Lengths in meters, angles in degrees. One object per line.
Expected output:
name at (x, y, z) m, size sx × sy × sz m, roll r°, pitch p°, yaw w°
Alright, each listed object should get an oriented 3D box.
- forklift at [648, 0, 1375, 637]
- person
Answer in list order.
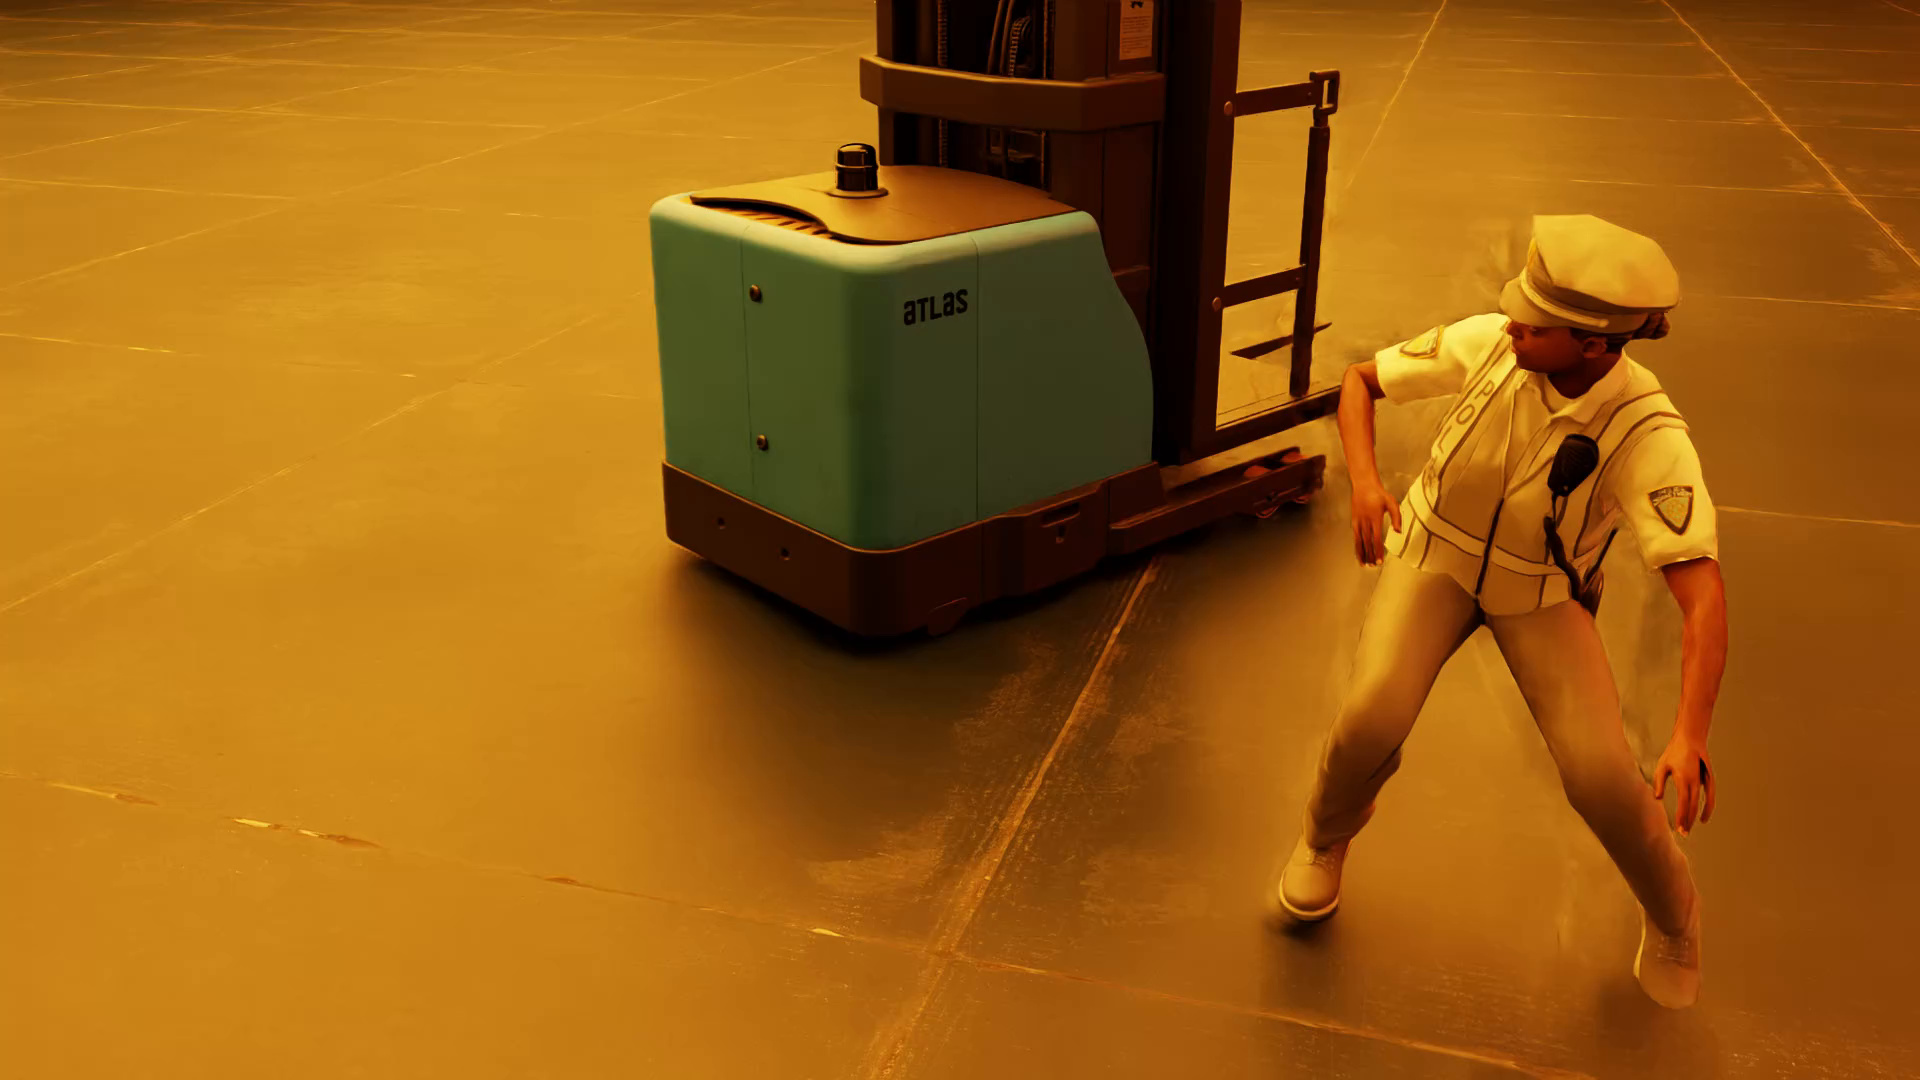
forklift at (0.550, -1.554, 5.045) m, size 3.031 × 2.935 × 1.130 m, roll -19°, pitch 29°, yaw -38°
person at (1.004, 0.157, 2.950) m, size 0.793 × 1.452 × 0.811 m, roll 10°, pitch 24°, yaw 22°
